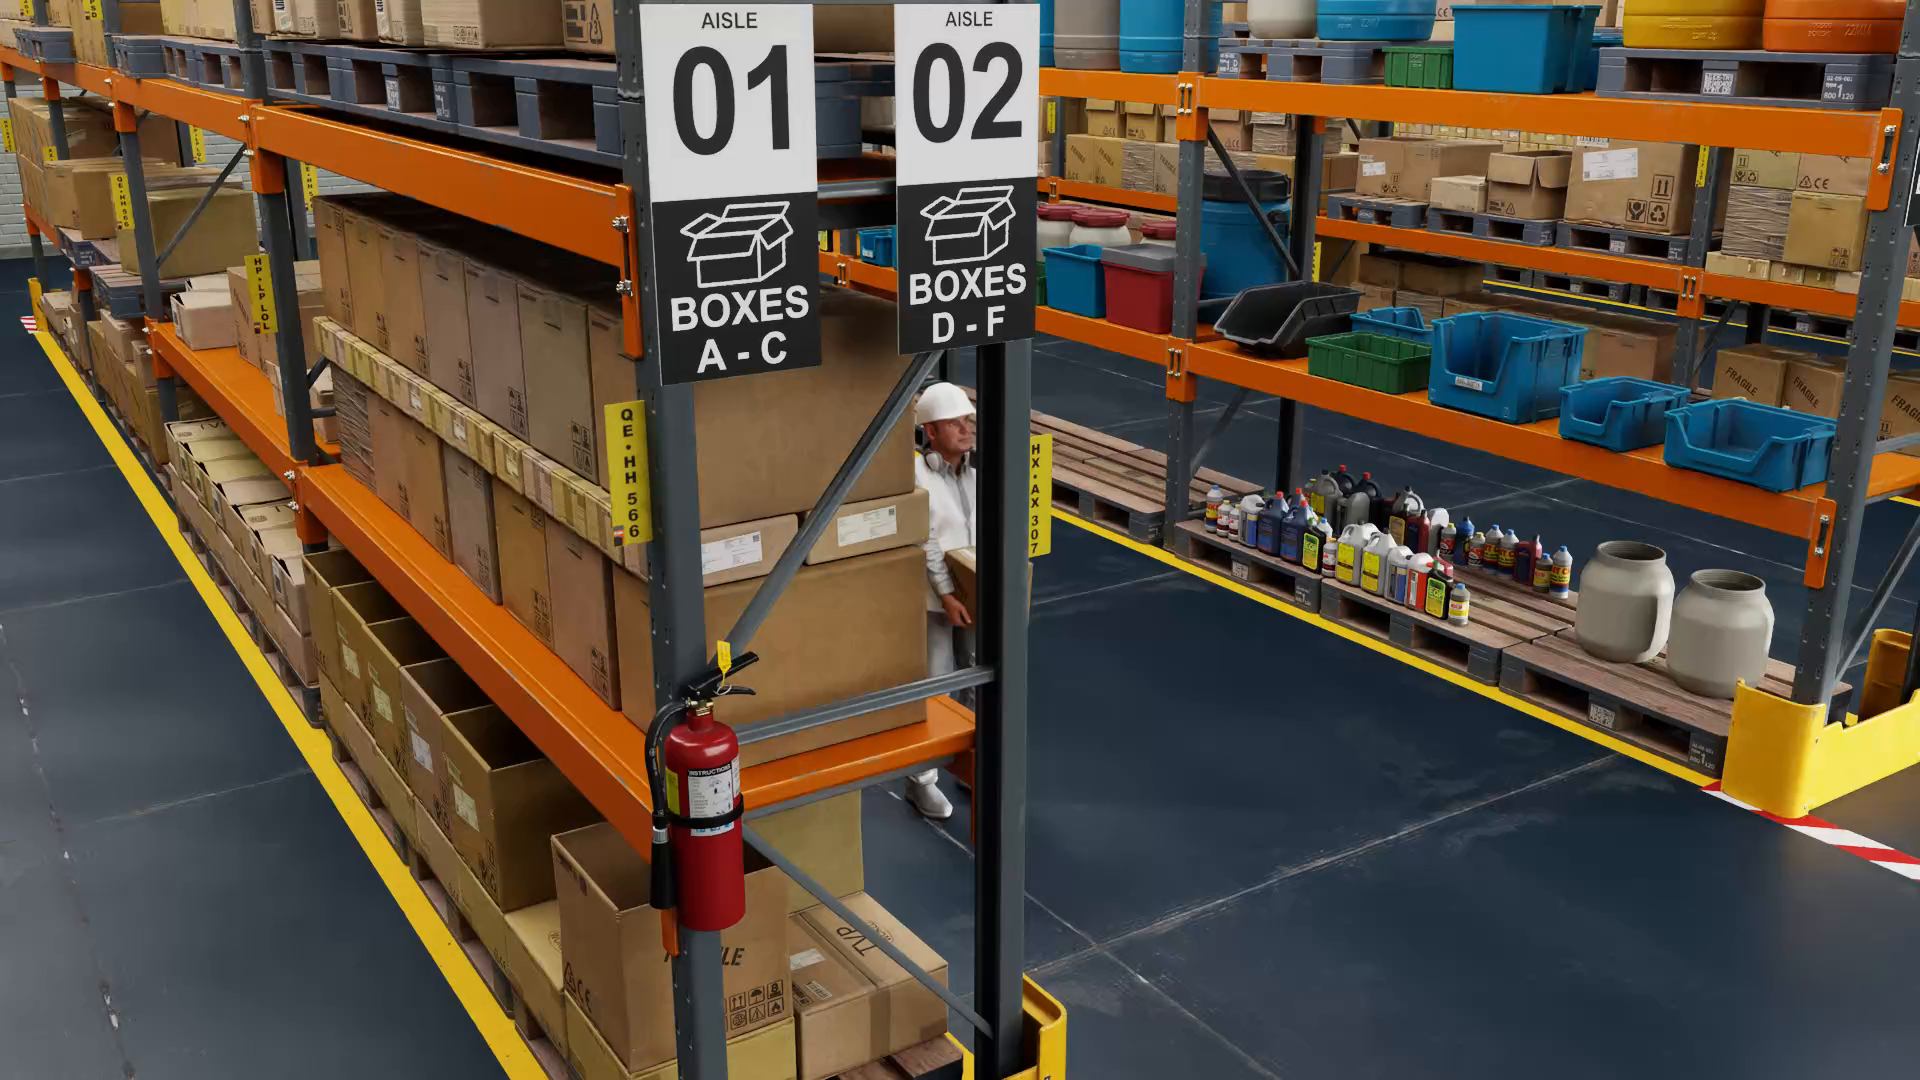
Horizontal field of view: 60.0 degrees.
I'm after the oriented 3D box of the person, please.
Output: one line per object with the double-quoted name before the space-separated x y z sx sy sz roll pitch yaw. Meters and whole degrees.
"person" -0.039 0.242 6.779 0.446 1.762 0.388 -11 21 -31
